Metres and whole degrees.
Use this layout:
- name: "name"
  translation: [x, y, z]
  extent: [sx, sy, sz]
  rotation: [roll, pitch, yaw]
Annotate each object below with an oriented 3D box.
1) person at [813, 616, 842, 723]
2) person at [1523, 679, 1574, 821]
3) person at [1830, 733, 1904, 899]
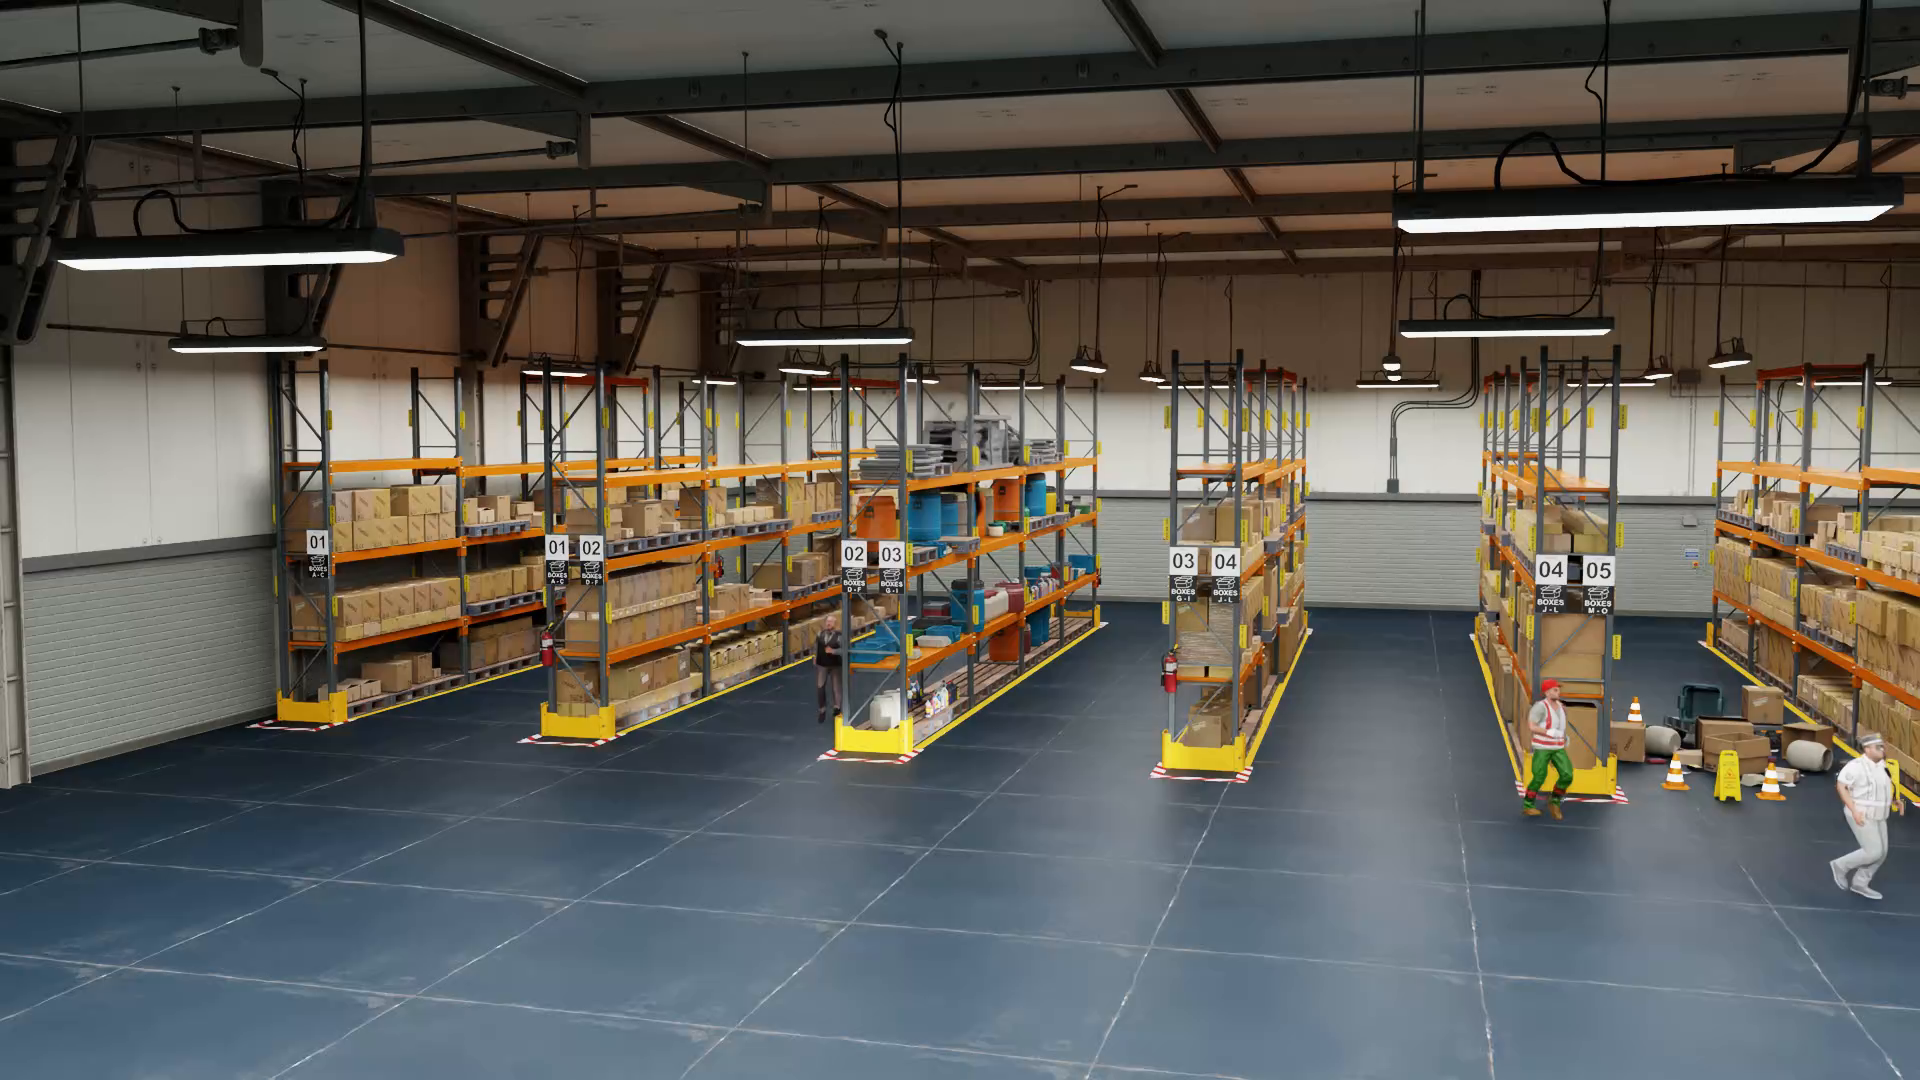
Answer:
- name: "person"
  translation: [-2.173, 2.154, 27.746]
  extent: [0.624, 1.780, 0.752]
  rotation: [1, 4, 8]
- name: "person"
  translation: [7.413, 2.631, 20.816]
  extent: [0.672, 1.787, 0.667]
  rotation: [-1, 4, -18]
- name: "person"
  translation: [9.552, 2.878, 17.489]
  extent: [0.678, 1.752, 0.598]
  rotation: [-2, 5, -31]
